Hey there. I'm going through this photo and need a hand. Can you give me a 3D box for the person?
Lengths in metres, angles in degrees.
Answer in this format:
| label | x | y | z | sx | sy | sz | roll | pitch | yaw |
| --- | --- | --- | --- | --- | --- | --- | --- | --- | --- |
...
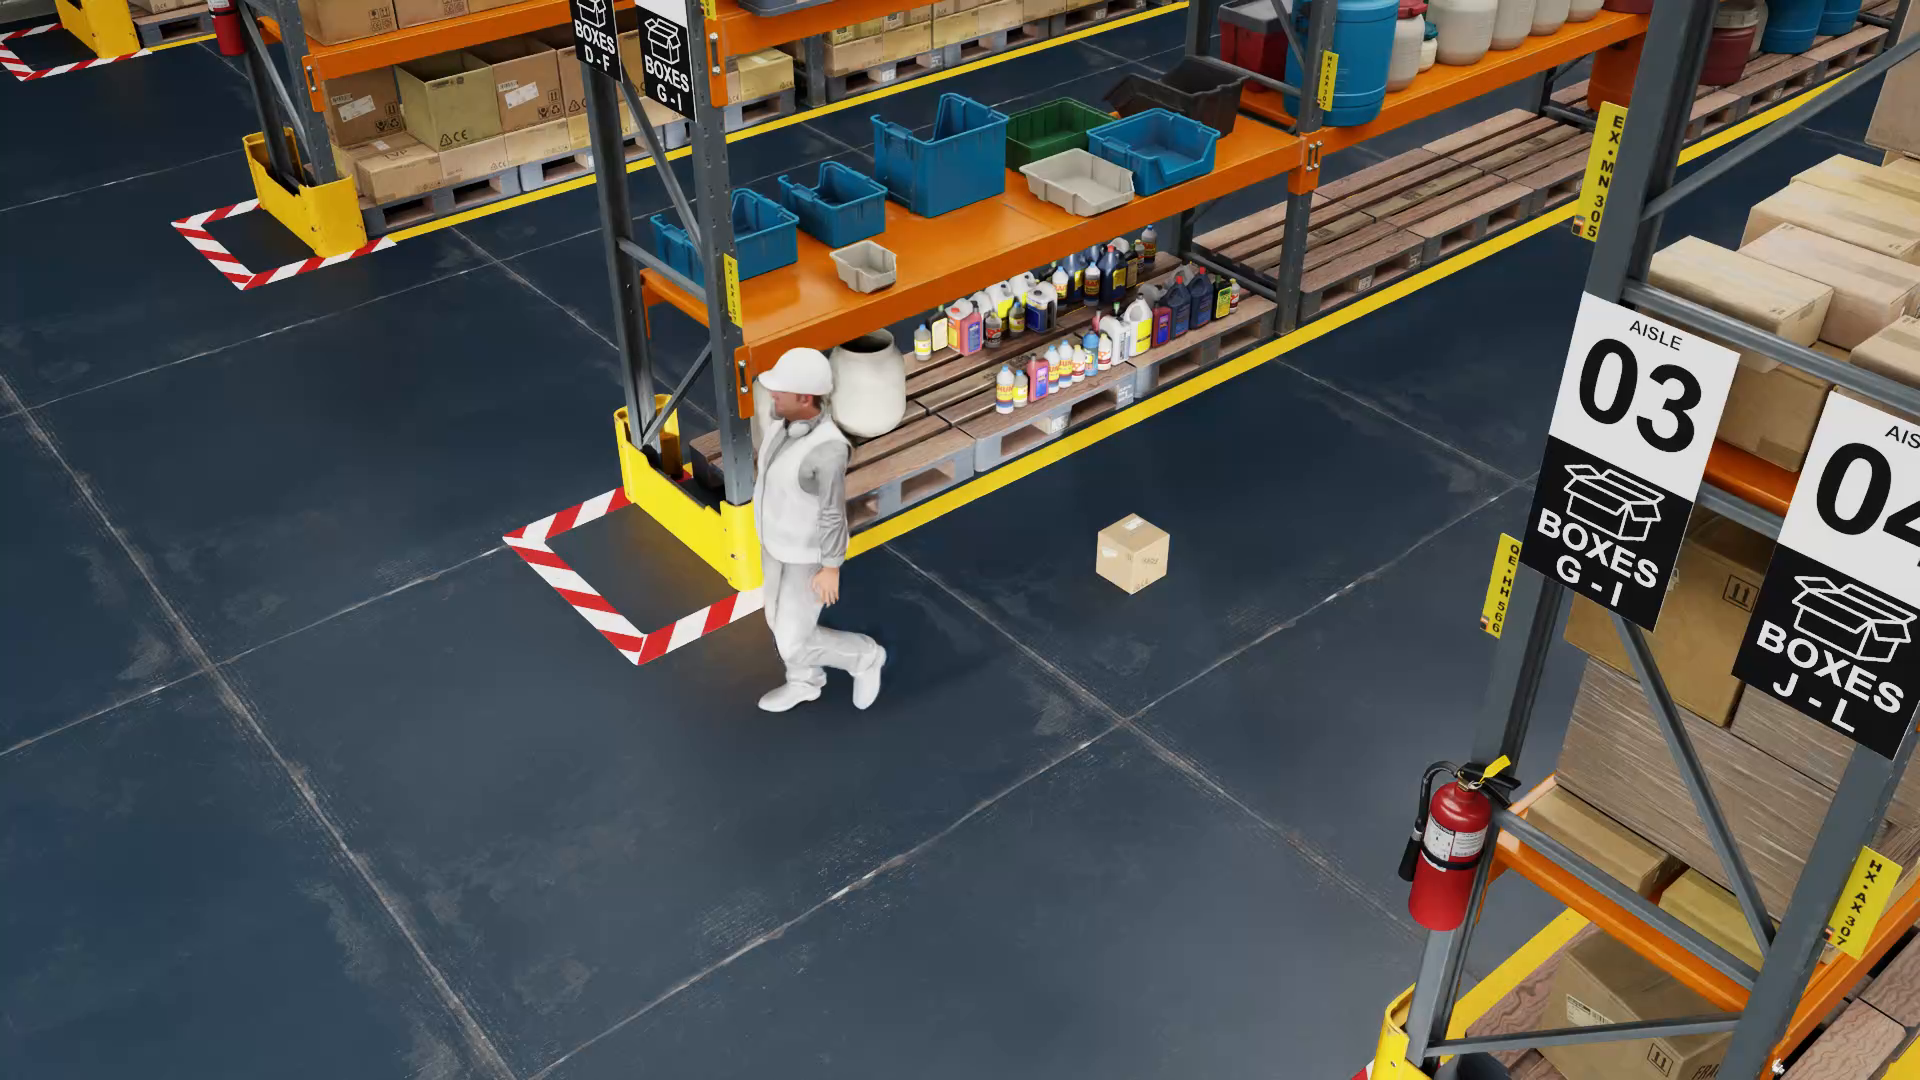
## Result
| label | x | y | z | sx | sy | sz | roll | pitch | yaw |
| --- | --- | --- | --- | --- | --- | --- | --- | --- | --- |
| person | -0.647 | -0.005 | 7.026 | 0.536 | 1.756 | 0.563 | -19 | 40 | -24 |
